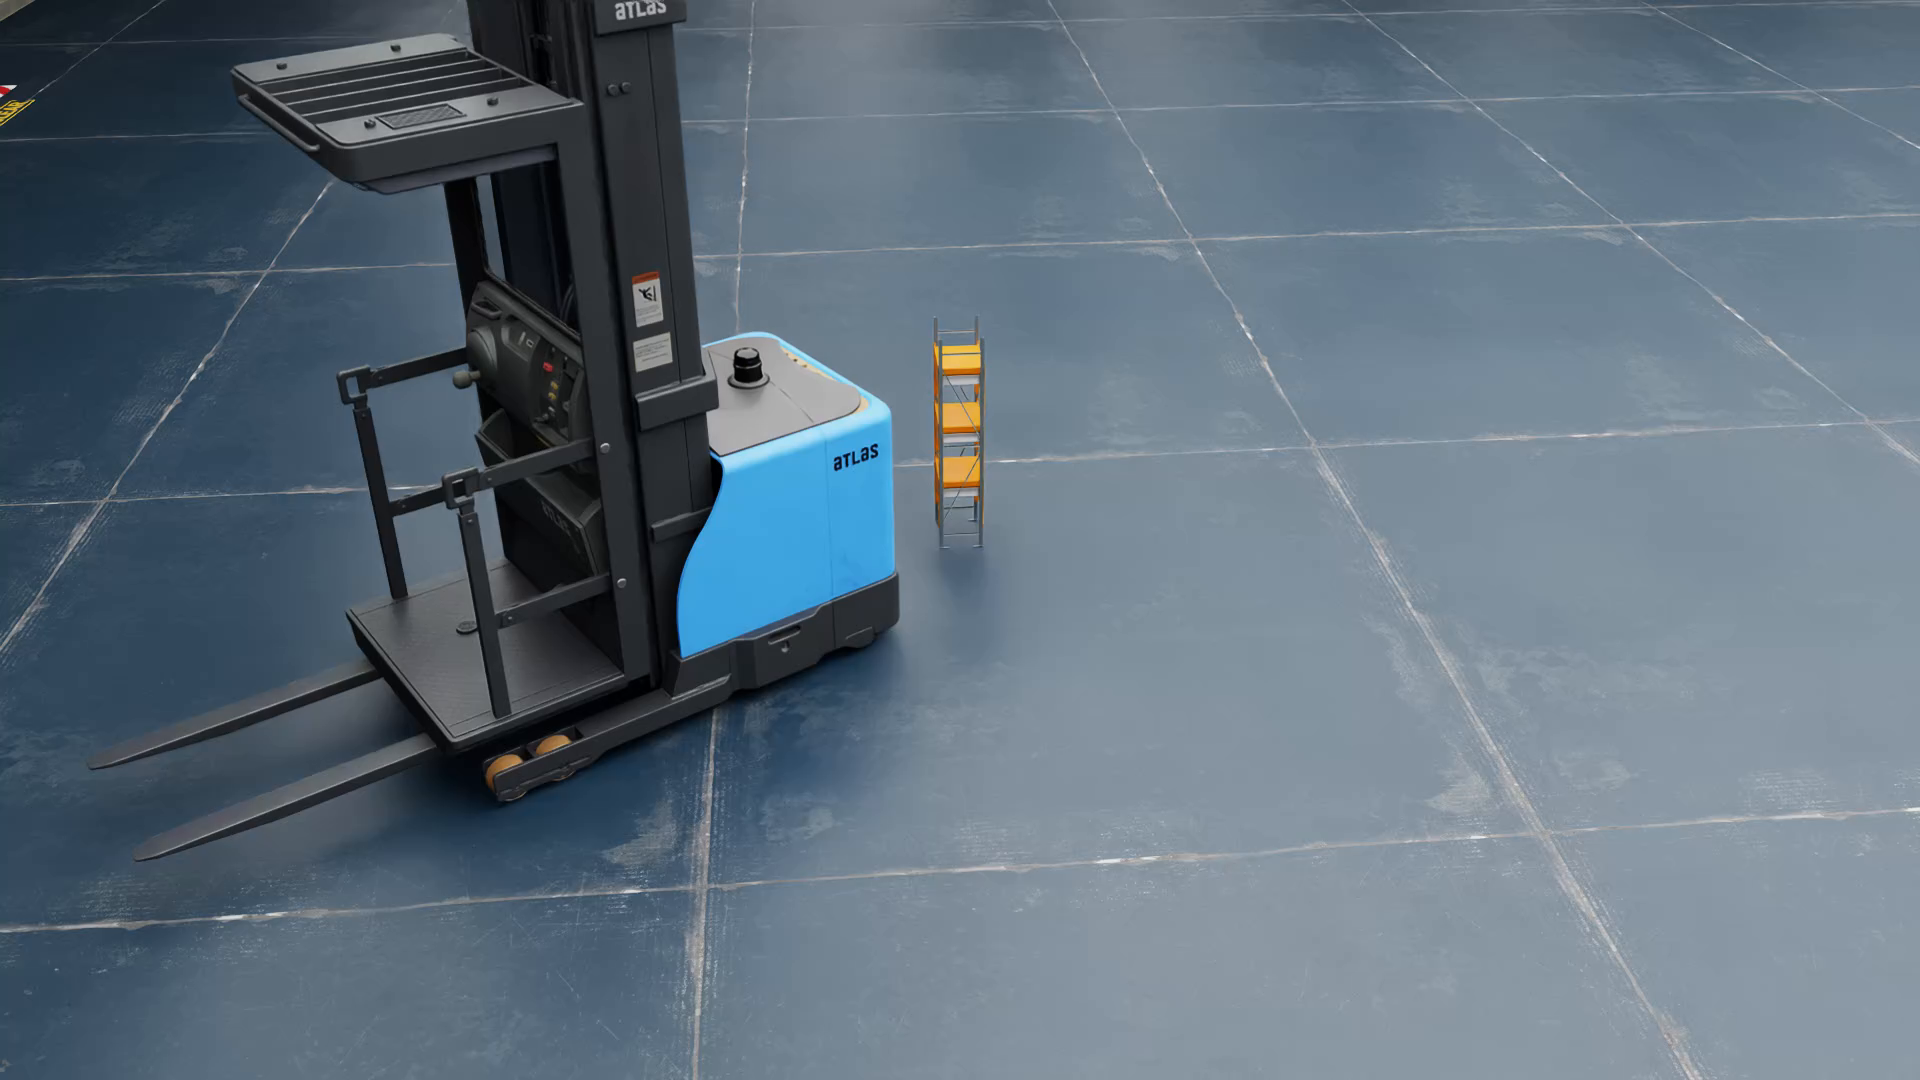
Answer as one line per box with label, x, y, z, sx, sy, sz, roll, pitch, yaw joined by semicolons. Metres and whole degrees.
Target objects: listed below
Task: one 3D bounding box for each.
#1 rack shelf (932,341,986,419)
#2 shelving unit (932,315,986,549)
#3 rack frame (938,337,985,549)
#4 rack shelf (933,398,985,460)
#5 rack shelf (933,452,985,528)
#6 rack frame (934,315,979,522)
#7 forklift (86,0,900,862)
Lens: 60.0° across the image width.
rack shelf;-0.005;-0.713;7.386;0.215;0.259;0.240;-3;31;-5
shelving unit;-0.005;-0.478;7.527;0.215;1.050;0.252;-3;31;-5
rack frame;0.006;-0.416;7.422;0.200;1.050;0.008;-3;31;-5
rack shelf;-0.005;-0.469;7.532;0.215;0.259;0.240;-3;31;-5
rack shelf;-0.005;-0.230;7.674;0.215;0.259;0.240;-3;31;-5
rack frame;-0.016;-0.540;7.631;0.200;1.050;0.008;-3;31;-5
forklift;-1.738;-0.604;5.903;3.031;2.935;1.130;-21;37;-31
